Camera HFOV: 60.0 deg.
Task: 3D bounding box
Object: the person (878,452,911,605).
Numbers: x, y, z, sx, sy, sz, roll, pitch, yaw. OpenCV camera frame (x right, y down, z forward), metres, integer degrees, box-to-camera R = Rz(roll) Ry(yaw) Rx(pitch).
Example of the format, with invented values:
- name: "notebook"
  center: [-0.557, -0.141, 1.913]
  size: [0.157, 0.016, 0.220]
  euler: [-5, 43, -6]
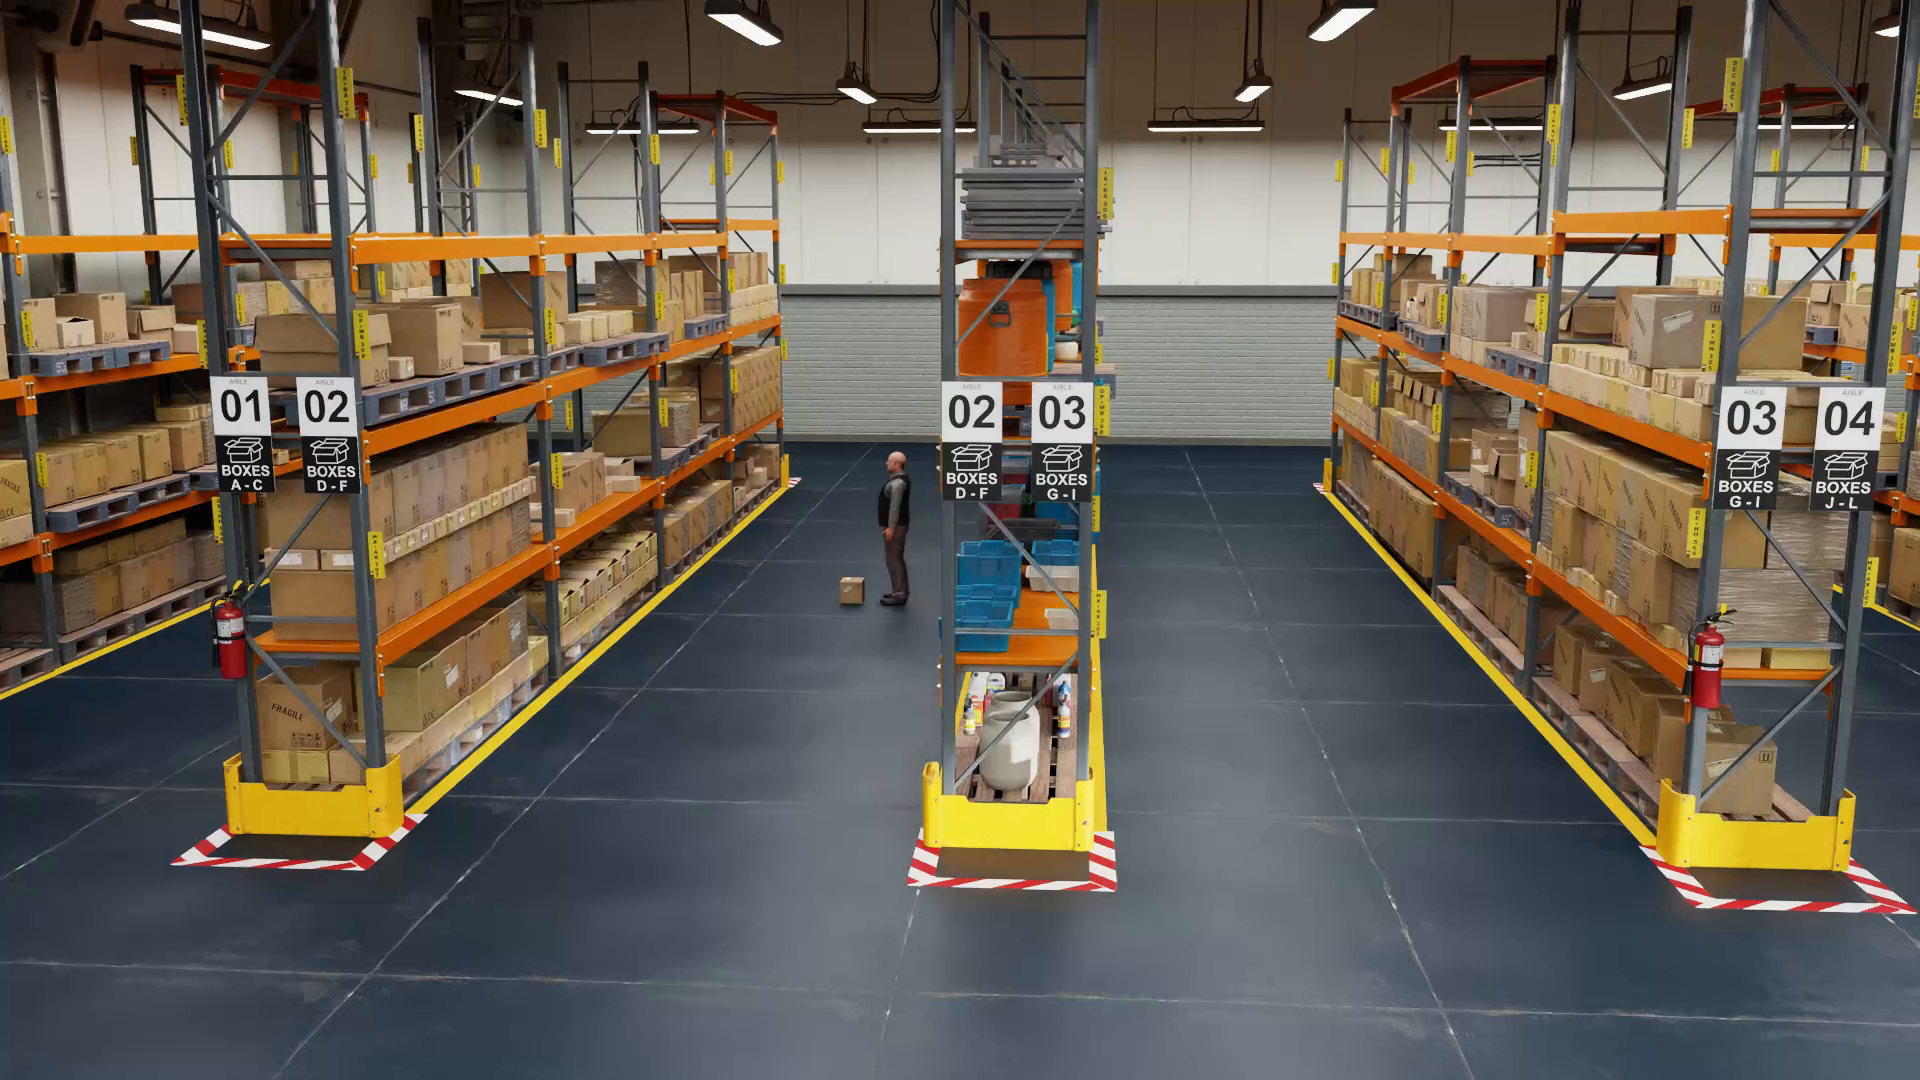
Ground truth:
- name: "person"
  center: [-0.739, -0.138, 18.732]
  size: [0.359, 1.718, 0.529]
  euler: [1, 11, 5]
